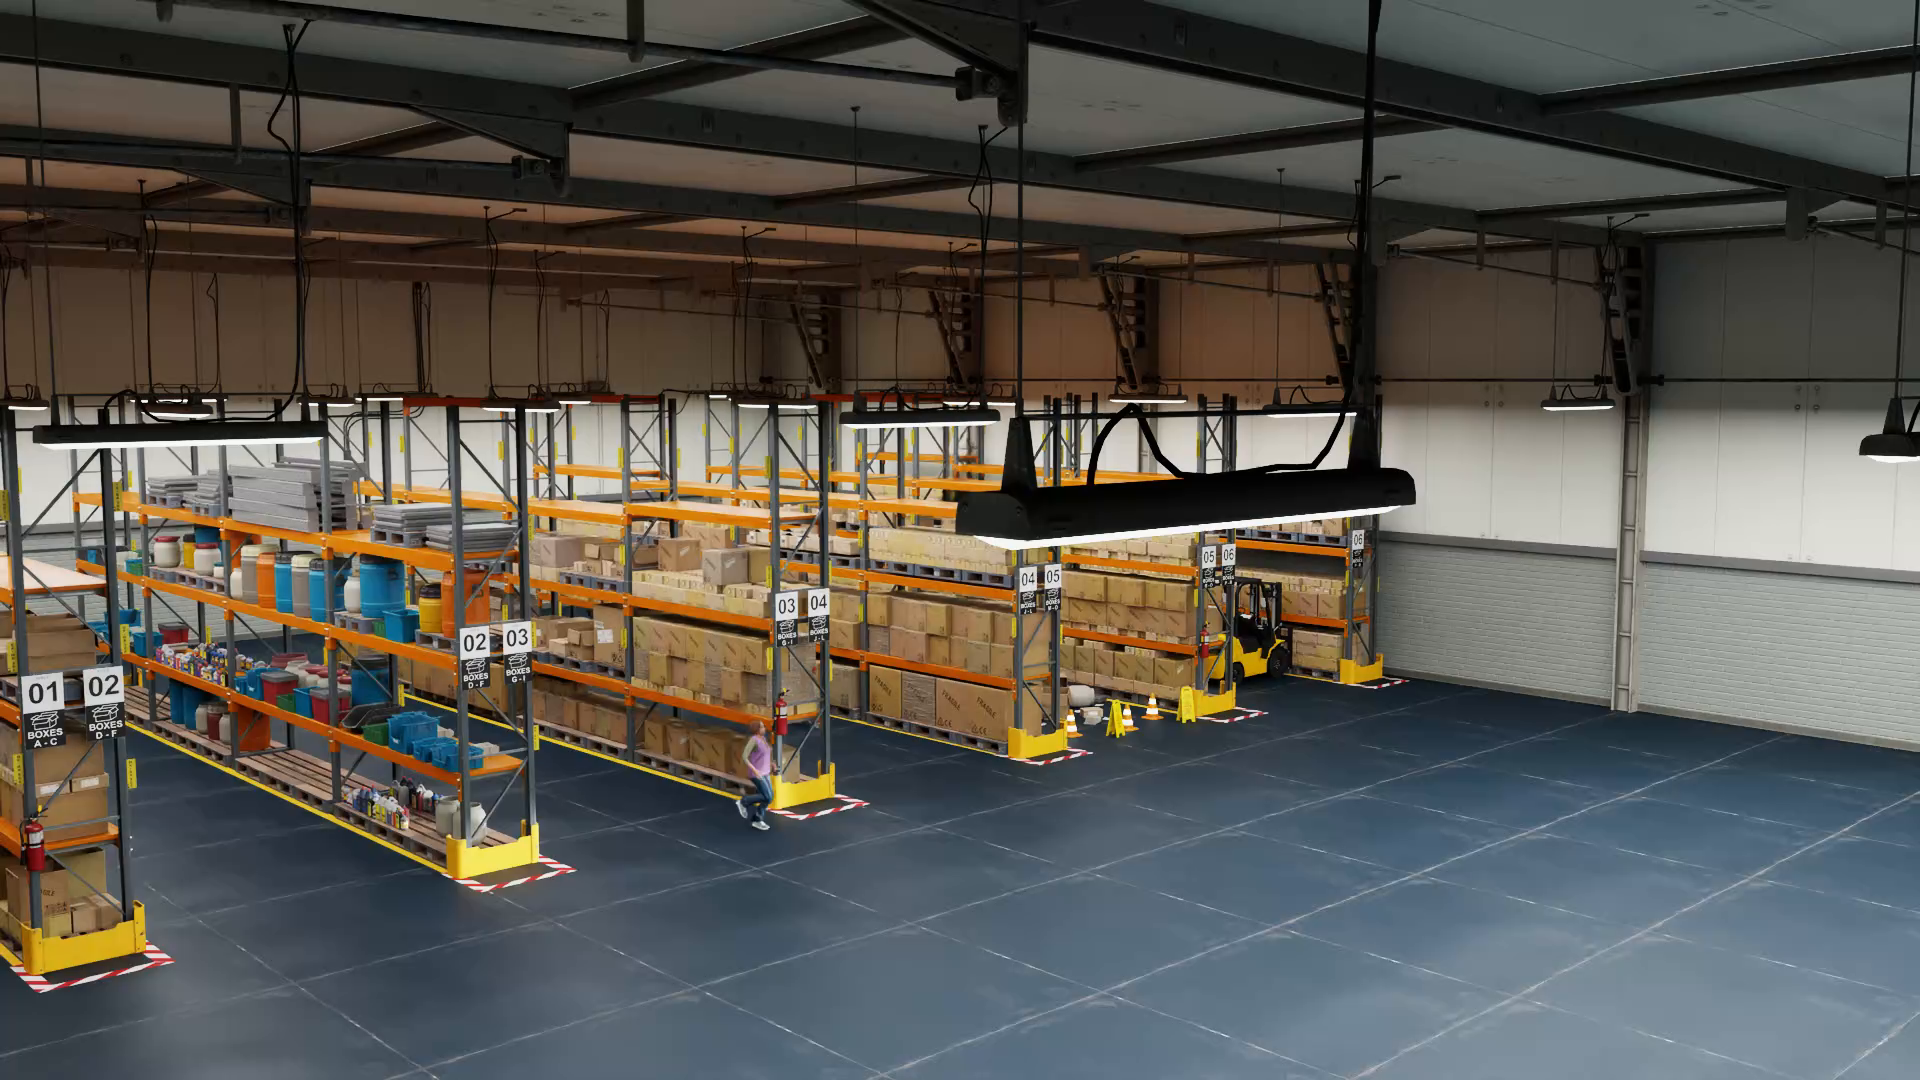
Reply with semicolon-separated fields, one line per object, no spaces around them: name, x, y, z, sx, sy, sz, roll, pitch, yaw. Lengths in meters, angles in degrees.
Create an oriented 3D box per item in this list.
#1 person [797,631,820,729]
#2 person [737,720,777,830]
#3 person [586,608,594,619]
person;-2.814;2.549;30.265;0.762;1.784;0.642;5;8;44
person;-2.863;3.304;23.463;0.543;1.558;0.537;2;6;17
person;-8.967;1.527;40.908;0.788;1.813;0.696;1;6;8
